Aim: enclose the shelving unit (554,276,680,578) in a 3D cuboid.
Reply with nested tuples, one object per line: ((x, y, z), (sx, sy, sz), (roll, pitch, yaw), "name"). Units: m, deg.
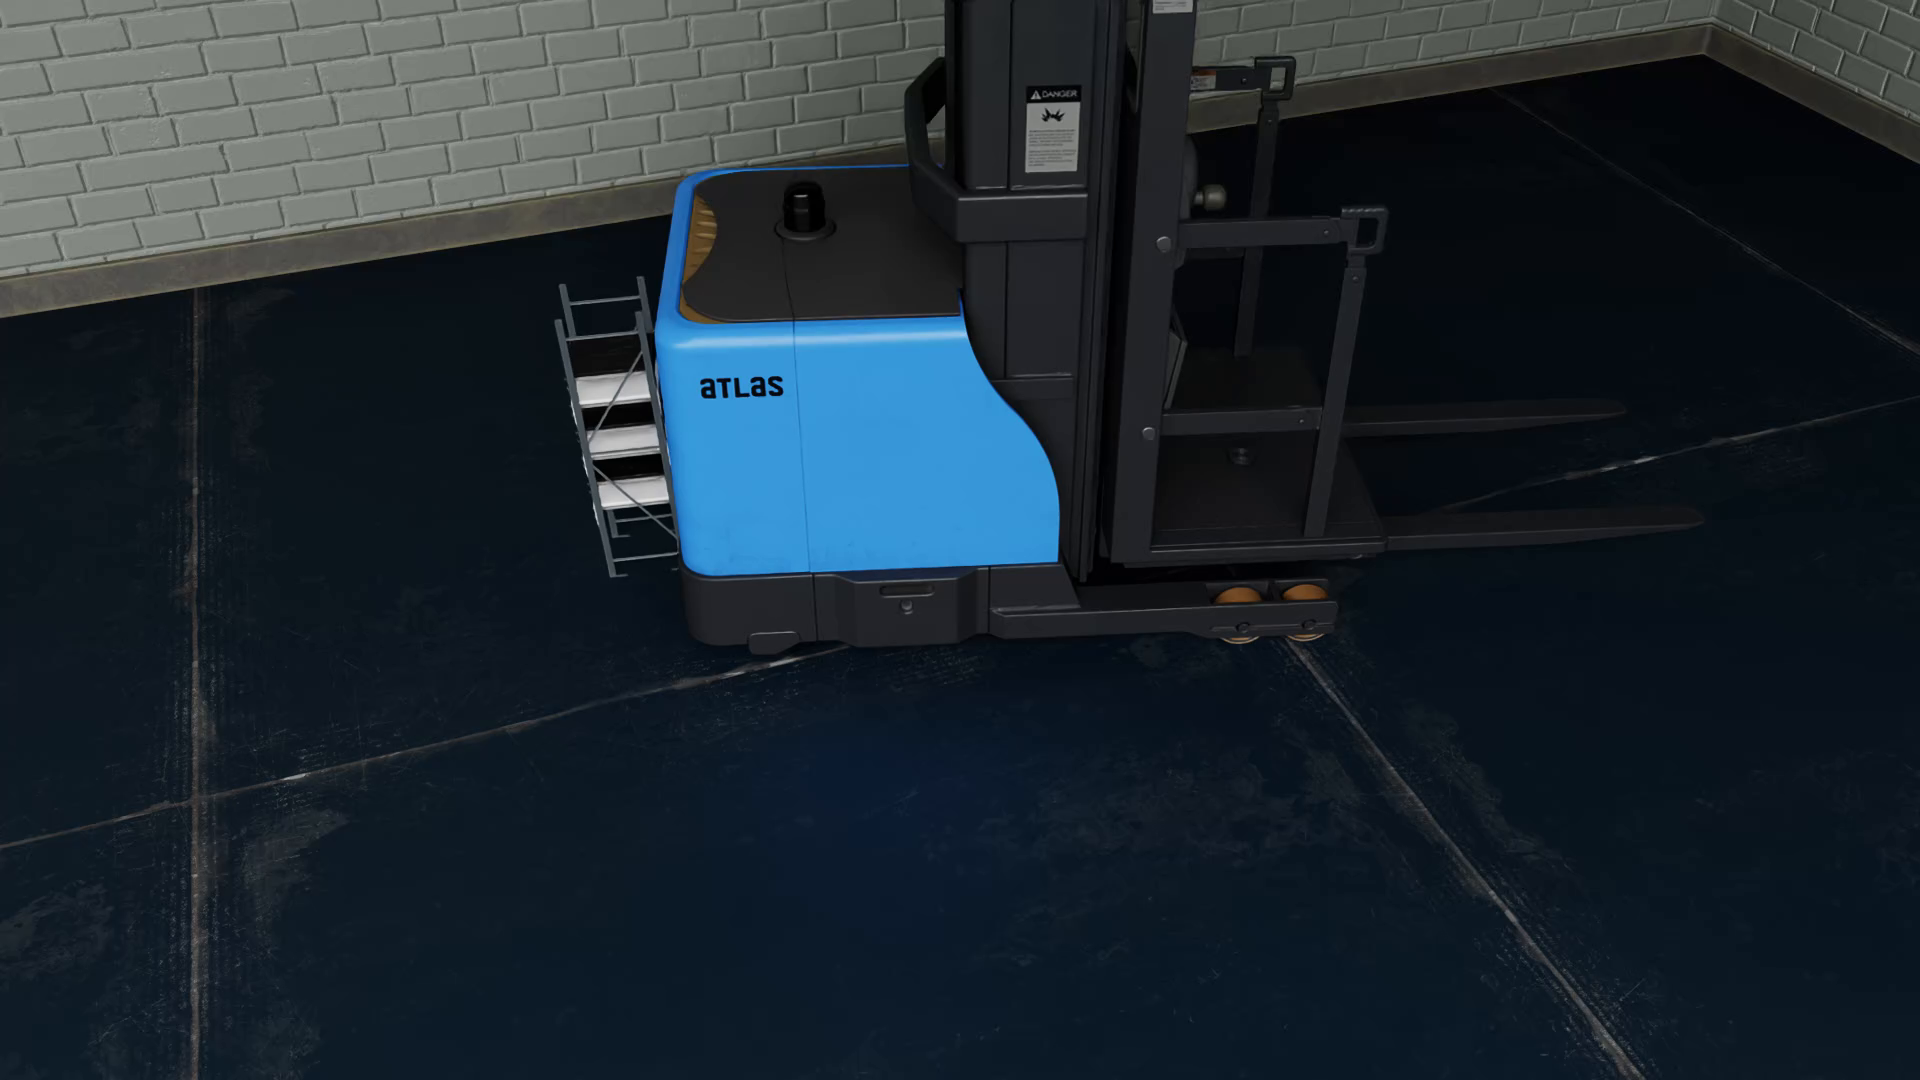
((-0.986, -0.318, 4.915), (0.258, 0.900, 0.210), (-6, 37, -4), "shelving unit")

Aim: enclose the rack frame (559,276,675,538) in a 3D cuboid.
((-1.000, -0.379, 4.995), (0.240, 0.900, 0.006), (-6, 37, -4), "rack frame")

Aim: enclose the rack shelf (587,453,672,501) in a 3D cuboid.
((-0.981, -0.220, 4.989), (0.258, 0.077, 0.200), (-6, 37, -4), "rack shelf")

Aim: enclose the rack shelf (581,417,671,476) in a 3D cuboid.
((-0.985, -0.292, 4.935), (0.258, 0.077, 0.200), (-6, 37, -4), "rack shelf")

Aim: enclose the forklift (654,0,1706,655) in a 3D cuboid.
((0.691, -1.185, 4.387), (3.031, 2.935, 1.130), (-2, 37, -3), "forklift")

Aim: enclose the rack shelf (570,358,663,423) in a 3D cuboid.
((-0.993, -0.435, 4.826), (0.258, 0.077, 0.200), (-6, 37, -4), "rack shelf")

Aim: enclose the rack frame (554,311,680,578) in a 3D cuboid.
((-0.973, -0.258, 4.834), (0.240, 0.900, 0.006), (-6, 37, -4), "rack frame")

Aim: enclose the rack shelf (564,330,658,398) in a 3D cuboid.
((-0.996, -0.506, 4.772), (0.258, 0.077, 0.200), (-6, 37, -4), "rack shelf")

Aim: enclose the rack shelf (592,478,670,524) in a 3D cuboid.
((-0.977, -0.149, 5.044), (0.258, 0.077, 0.200), (-6, 37, -4), "rack shelf")

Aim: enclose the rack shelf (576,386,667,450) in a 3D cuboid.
((-0.989, -0.363, 4.881), (0.258, 0.077, 0.200), (-6, 37, -4), "rack shelf")
